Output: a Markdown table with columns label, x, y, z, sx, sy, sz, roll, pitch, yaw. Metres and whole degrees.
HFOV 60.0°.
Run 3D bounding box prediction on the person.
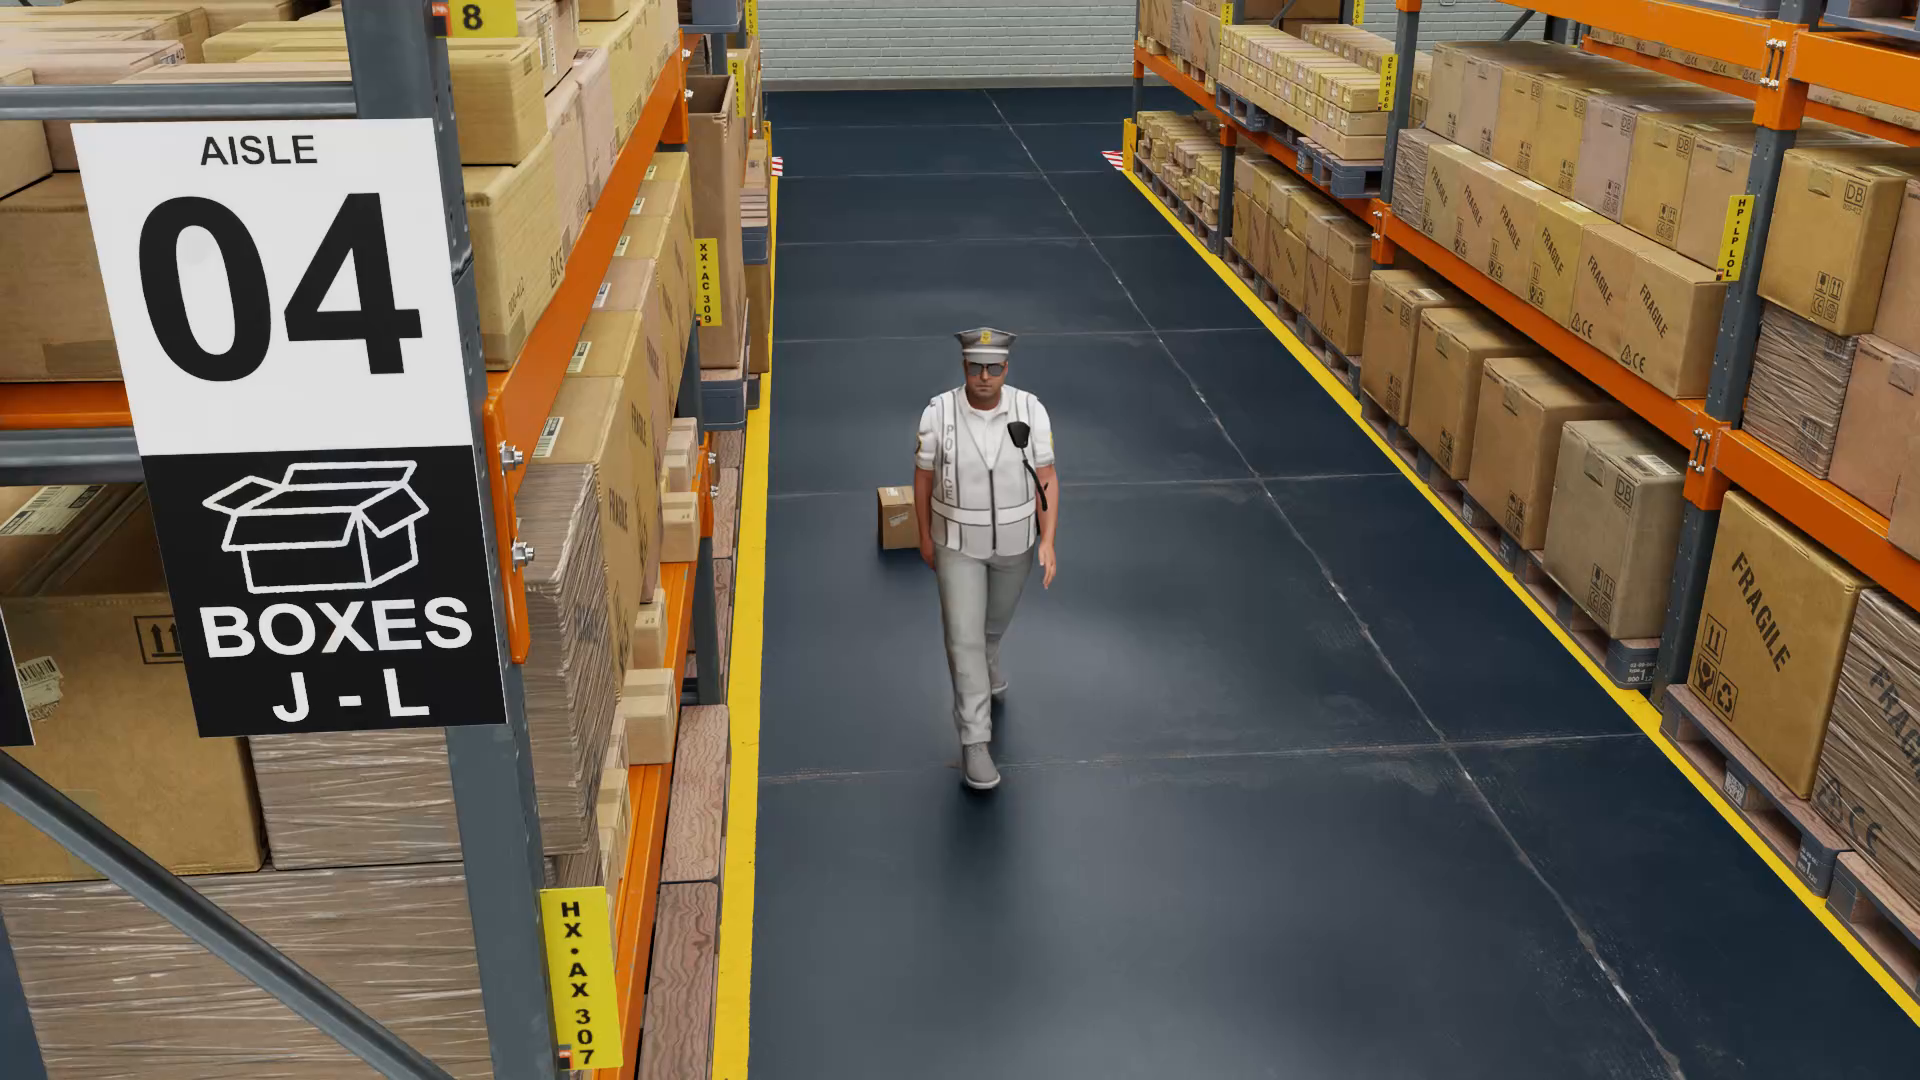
| label | x | y | z | sx | sy | sz | roll | pitch | yaw |
| --- | --- | --- | --- | --- | --- | --- | --- | --- | --- |
| person | 0.119 | -0.008 | 6.554 | 0.545 | 1.710 | 1.062 | -5 | 24 | -10 |
